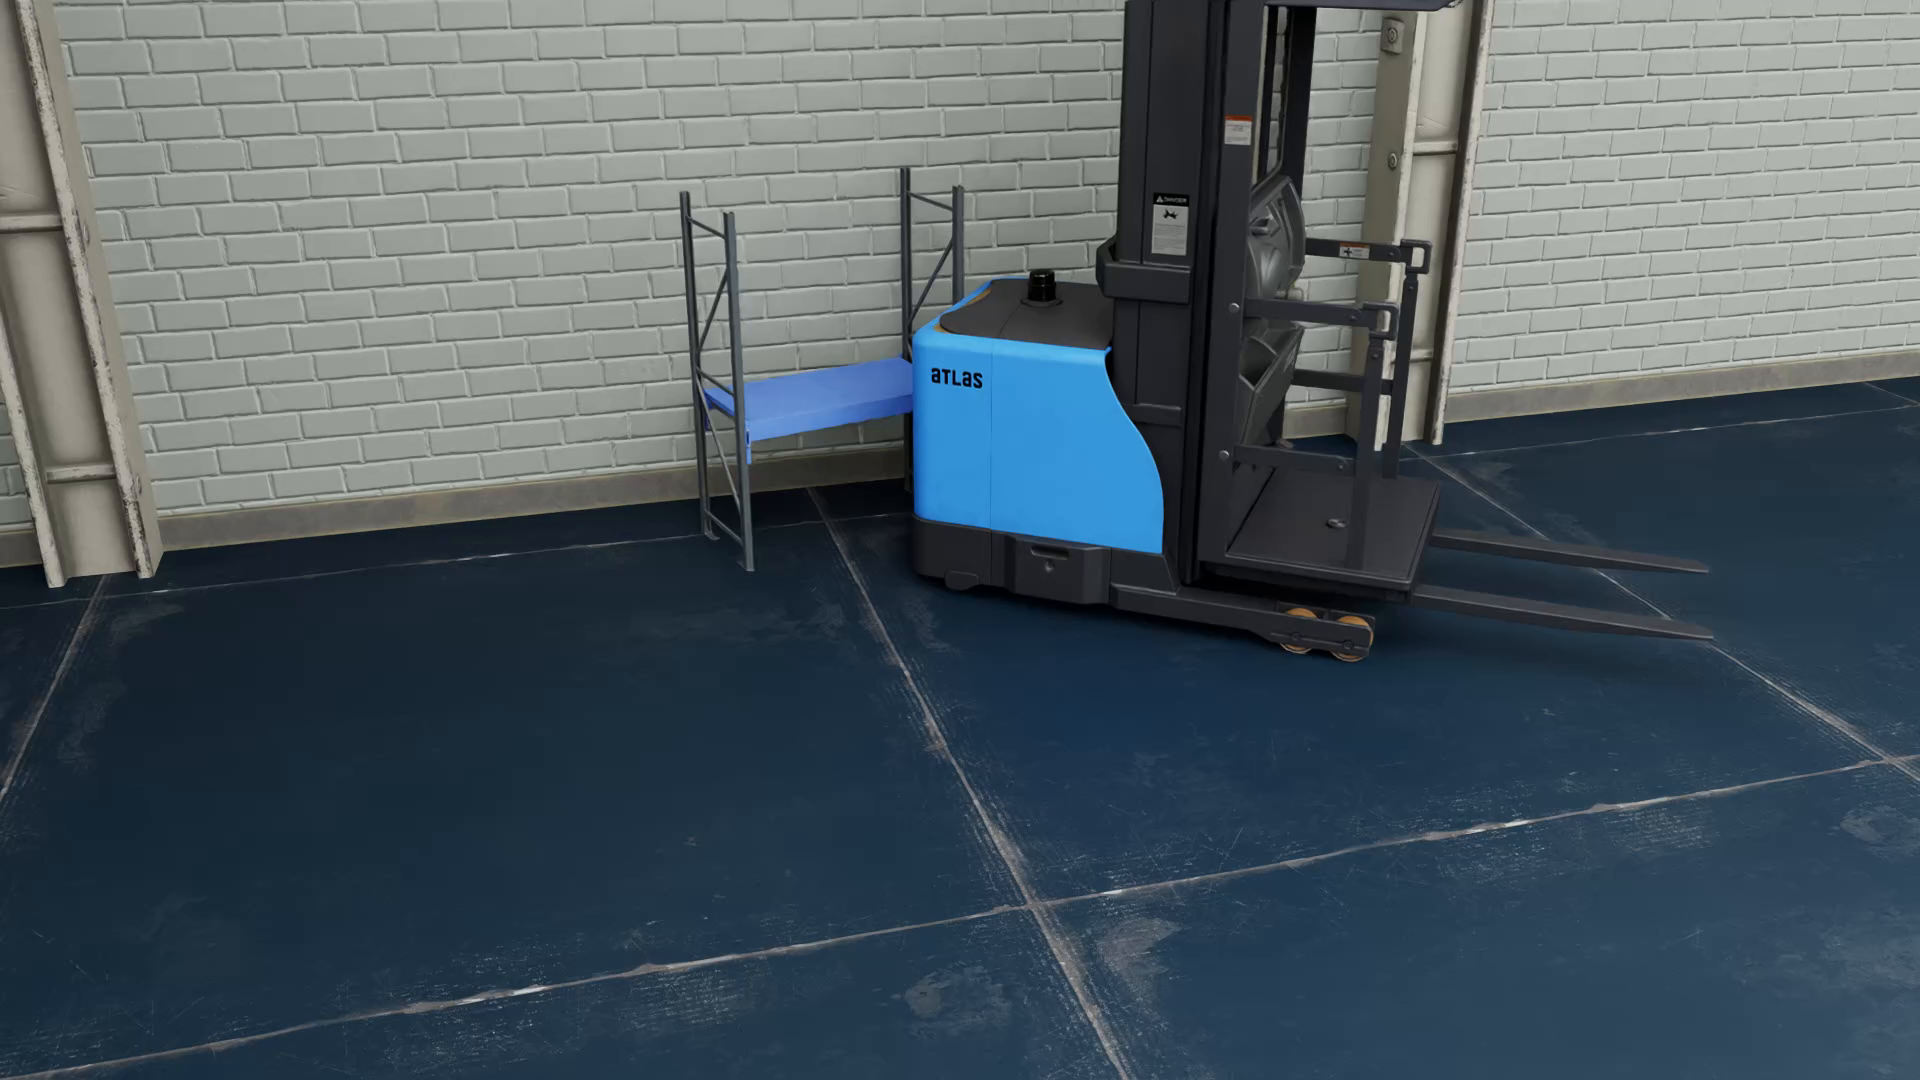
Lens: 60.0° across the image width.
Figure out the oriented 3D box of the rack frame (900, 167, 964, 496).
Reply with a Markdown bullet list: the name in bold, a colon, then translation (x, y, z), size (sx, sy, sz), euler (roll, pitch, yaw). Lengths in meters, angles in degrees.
- **rack frame**: translation (-0.122, -0.844, 7.314), size (0.032, 1.500, 0.500), euler (-13, 26, -28)

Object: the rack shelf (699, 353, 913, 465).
- **rack shelf**: translation (-0.561, -0.577, 7.149), size (1.000, 0.185, 0.538), euler (-13, 26, -28)

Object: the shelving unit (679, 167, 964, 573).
- **shelving unit**: translation (-0.561, -0.742, 7.078), size (1.048, 1.500, 0.538), euler (-13, 26, -28)

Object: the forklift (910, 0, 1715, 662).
- **forklift**: translation (1.371, -1.131, 6.168), size (3.031, 2.935, 1.130), euler (9, 25, 19)

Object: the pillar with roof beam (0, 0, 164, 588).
- **pillar with roof beam**: translation (-2.414, -2.385, 1.396), size (0.400, 9.000, 9.100), euler (-6, 24, -14)

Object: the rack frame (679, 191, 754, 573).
- **rack frame**: translation (-1.000, -0.641, 6.842), size (0.032, 1.500, 0.500), euler (-13, 26, -28)

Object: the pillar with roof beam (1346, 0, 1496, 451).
- **pillar with roof beam**: translation (3.363, -3.024, 2.886), size (0.400, 9.000, 9.100), euler (-6, 24, -14)
